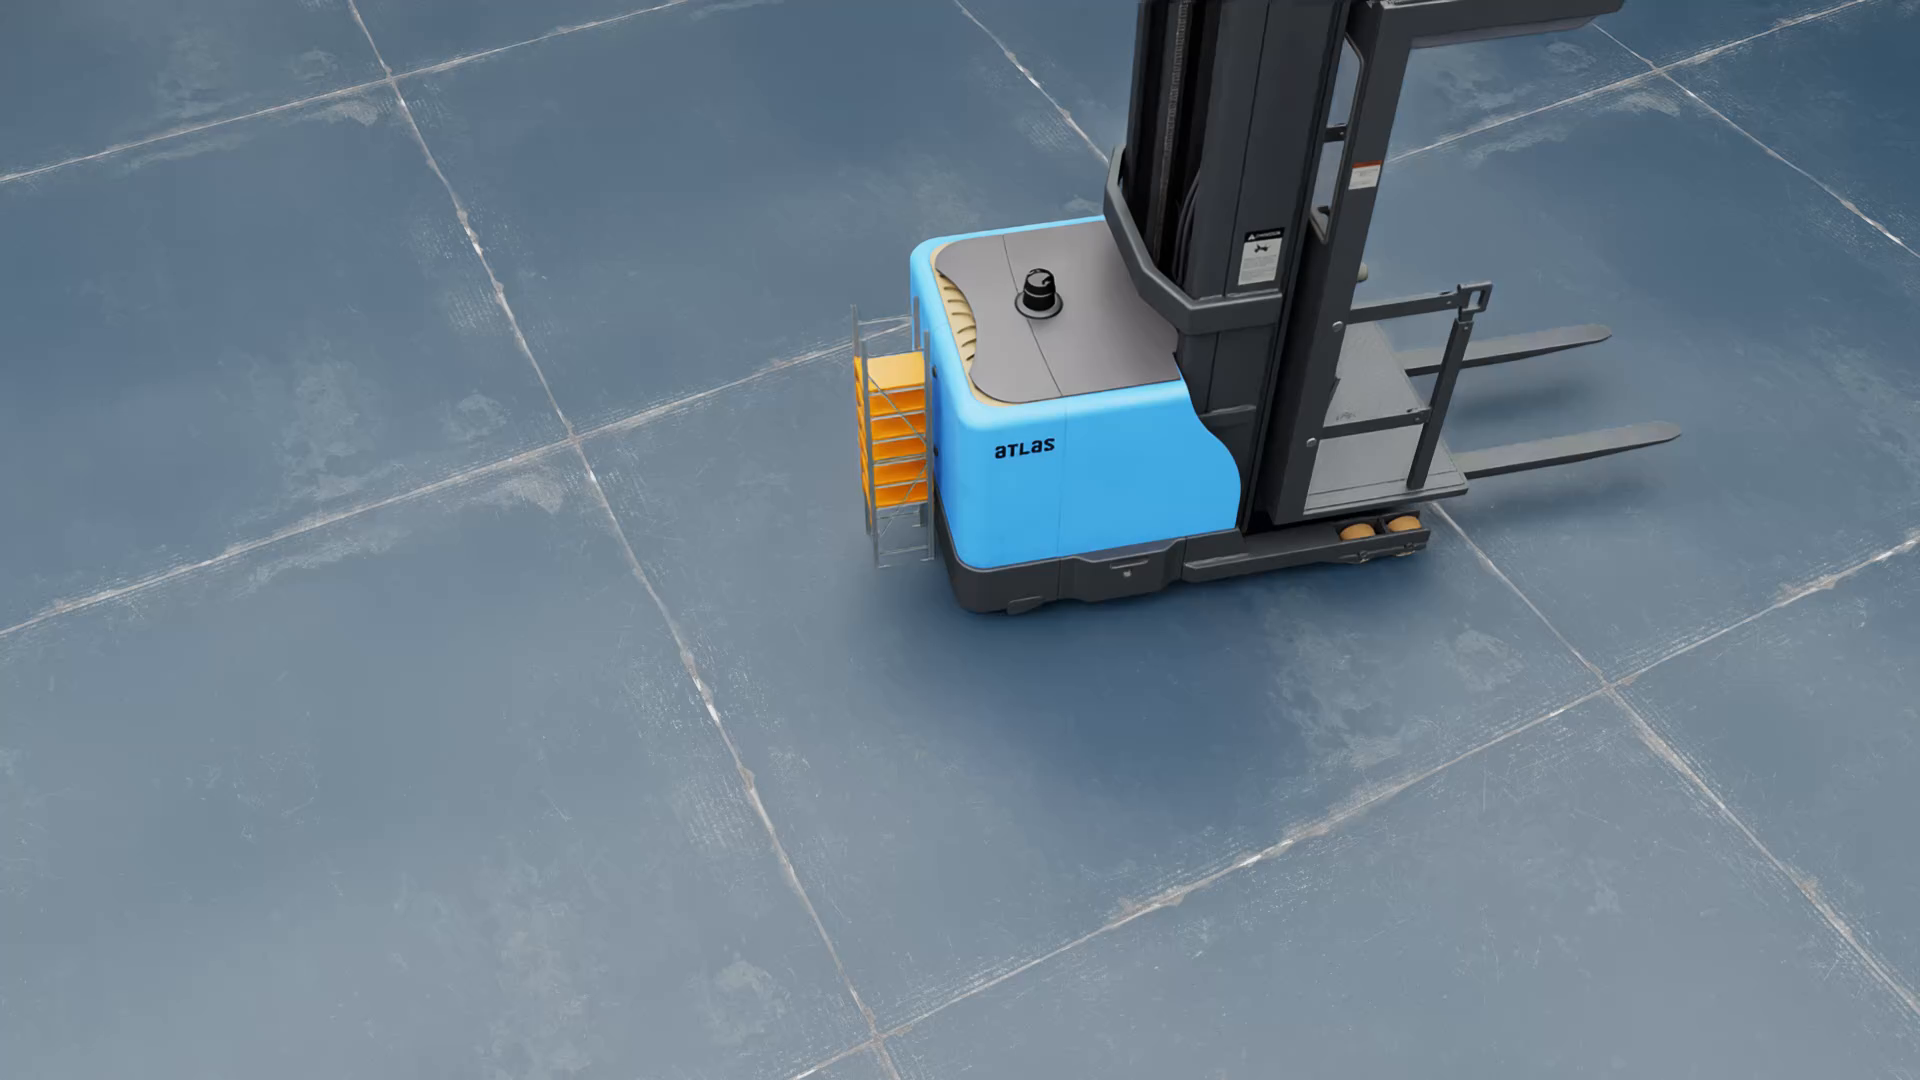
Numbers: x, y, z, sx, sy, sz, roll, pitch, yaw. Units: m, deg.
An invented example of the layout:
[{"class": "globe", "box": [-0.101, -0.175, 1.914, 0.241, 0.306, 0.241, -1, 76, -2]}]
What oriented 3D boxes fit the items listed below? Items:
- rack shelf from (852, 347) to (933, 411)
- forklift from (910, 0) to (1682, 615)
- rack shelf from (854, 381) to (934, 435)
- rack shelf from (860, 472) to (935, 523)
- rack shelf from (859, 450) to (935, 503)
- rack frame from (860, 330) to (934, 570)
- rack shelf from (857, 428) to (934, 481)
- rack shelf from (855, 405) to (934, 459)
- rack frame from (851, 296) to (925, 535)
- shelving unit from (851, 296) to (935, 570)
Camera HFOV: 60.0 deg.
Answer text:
[{"class": "rack shelf", "box": [-0.240, -0.575, 5.929, 0.258, 0.103, 0.180, -9, 49, -8]}, {"class": "forklift", "box": [1.371, -1.253, 5.792, 3.031, 2.935, 1.130, -9, 49, -8]}, {"class": "rack shelf", "box": [-0.240, -0.496, 6.019, 0.258, 0.103, 0.180, -9, 49, -8]}, {"class": "rack shelf", "box": [-0.239, -0.180, 6.380, 0.258, 0.103, 0.180, -9, 49, -8]}, {"class": "rack shelf", "box": [-0.240, -0.259, 6.290, 0.258, 0.103, 0.180, -9, 49, -8]}, {"class": "rack frame", "box": [-0.221, -0.300, 6.107, 0.240, 1.200, 0.006, -9, 49, -8]}, {"class": "rack shelf", "box": [-0.240, -0.338, 6.200, 0.258, 0.103, 0.180, -9, 49, -8]}, {"class": "rack shelf", "box": [-0.240, -0.417, 6.109, 0.258, 0.103, 0.180, -9, 49, -8]}, {"class": "rack frame", "box": [-0.259, -0.434, 6.225, 0.240, 1.200, 0.006, -9, 49, -8]}, {"class": "shelving unit", "box": [-0.240, -0.367, 6.166, 0.258, 1.200, 0.189, -9, 49, -8]}]
